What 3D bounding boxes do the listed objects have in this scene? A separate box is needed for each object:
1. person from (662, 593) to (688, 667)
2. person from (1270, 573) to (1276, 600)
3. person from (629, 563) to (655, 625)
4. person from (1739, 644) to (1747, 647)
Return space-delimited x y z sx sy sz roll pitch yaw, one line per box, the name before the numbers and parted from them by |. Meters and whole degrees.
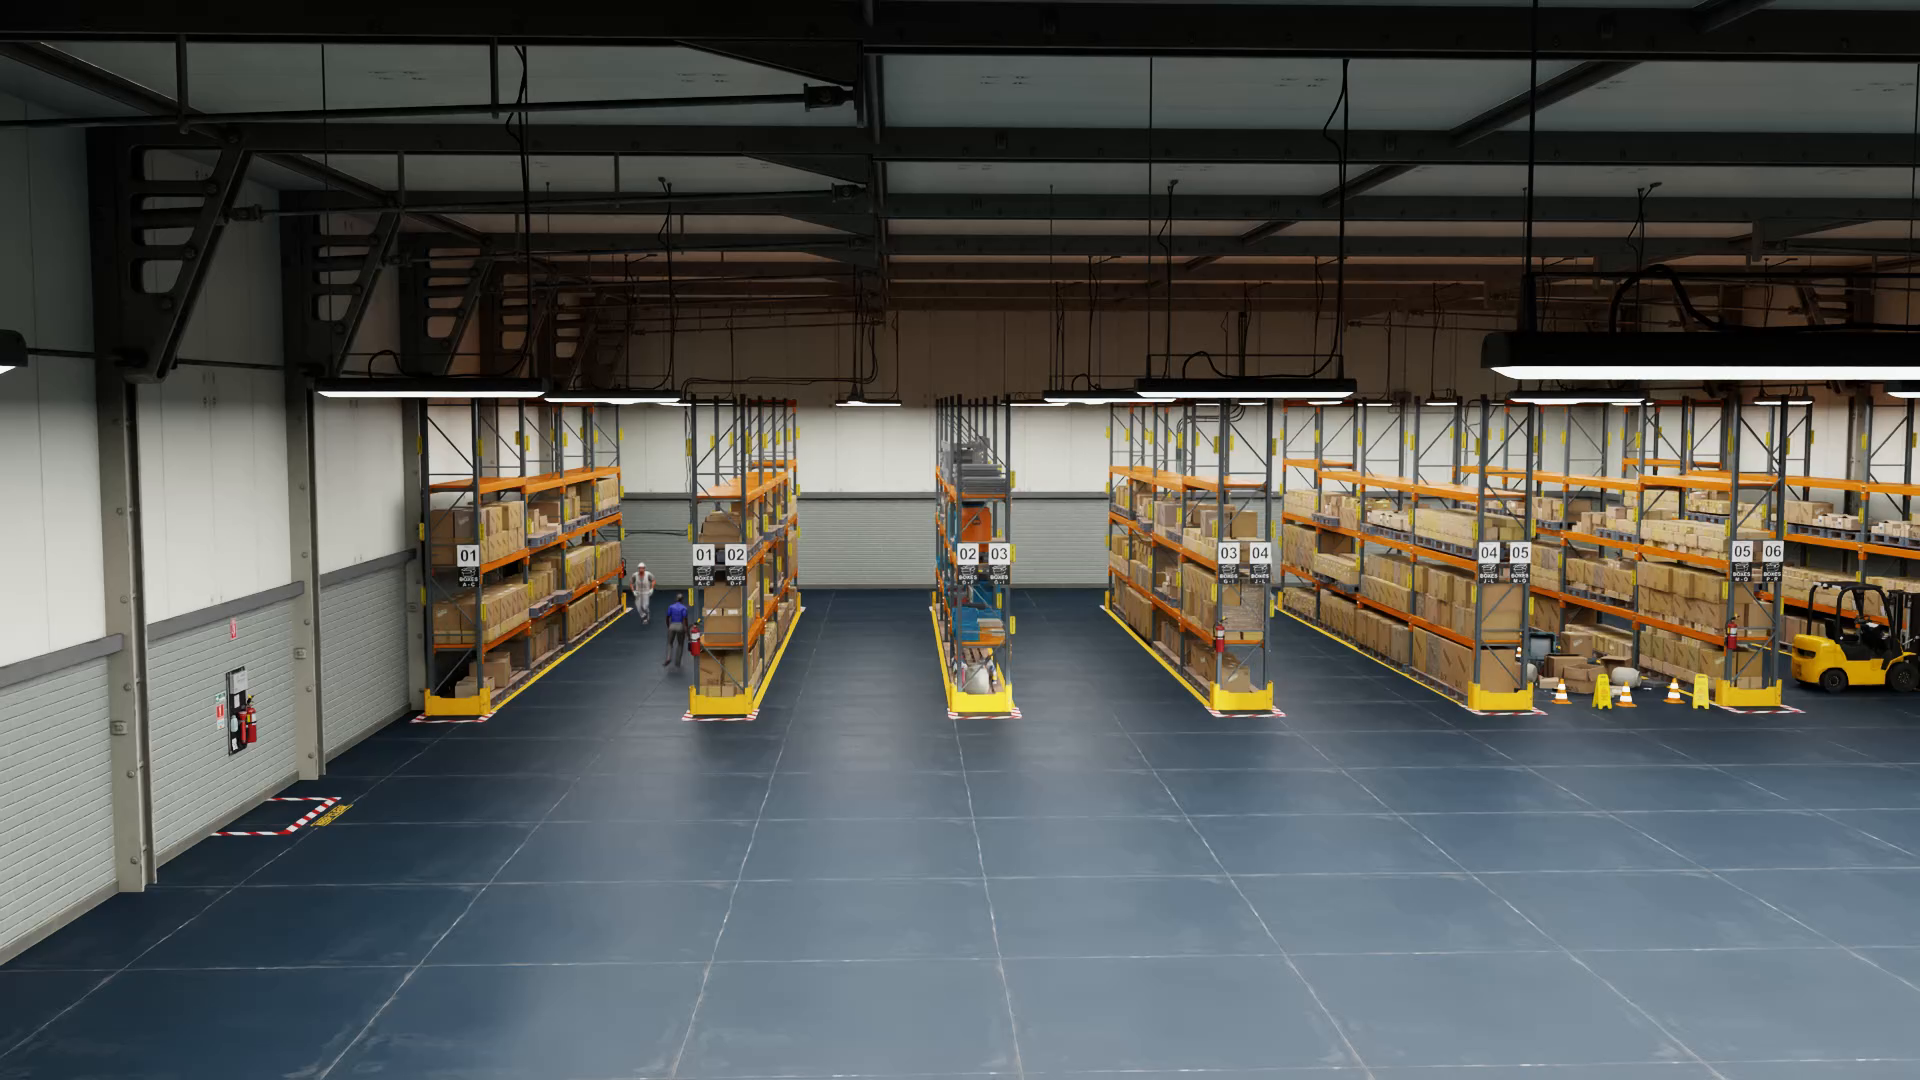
person | -6.299 2.016 36.809 0.533 1.633 0.630 0 4 1
person | 8.853 1.083 48.665 0.905 1.608 0.476 -1 5 -14
person | -8.411 1.425 44.007 0.645 1.685 0.635 0 5 5
person | 17.518 1.978 37.368 0.443 1.715 0.595 -1 5 -9
